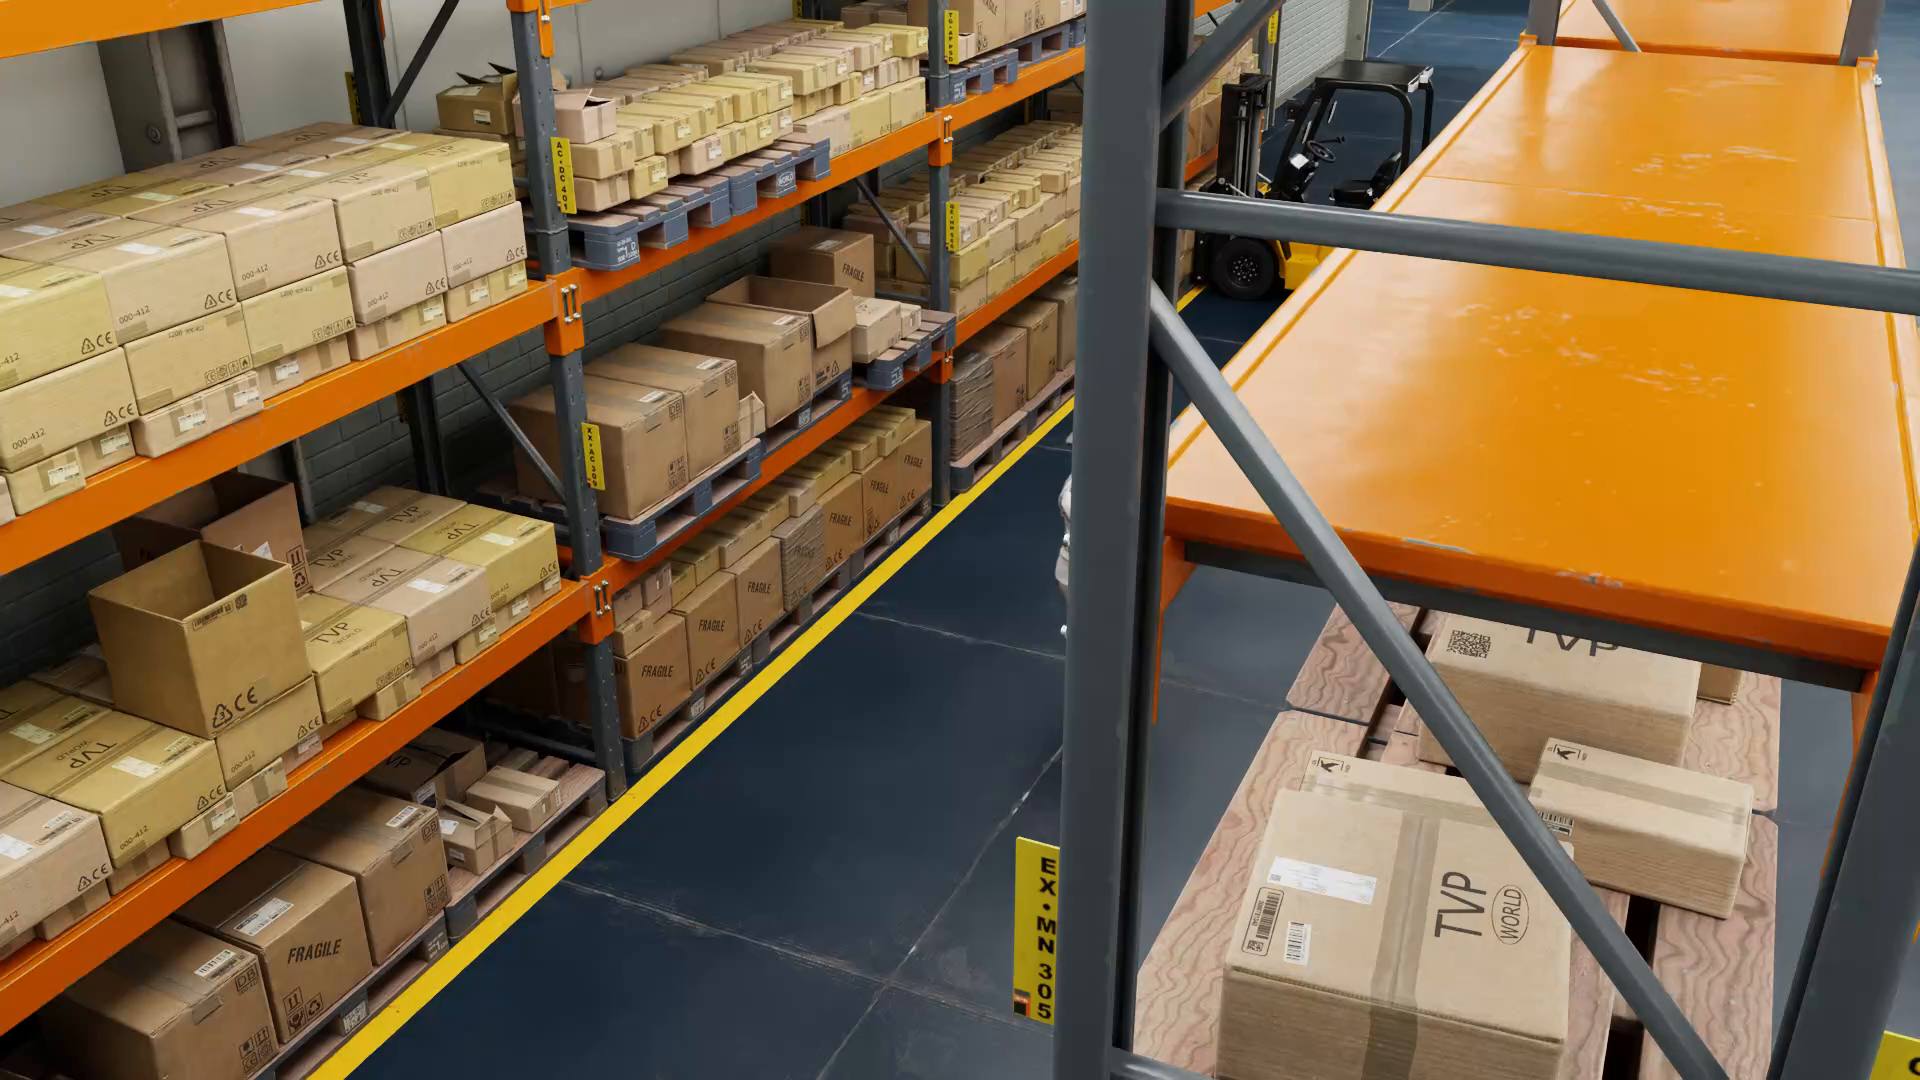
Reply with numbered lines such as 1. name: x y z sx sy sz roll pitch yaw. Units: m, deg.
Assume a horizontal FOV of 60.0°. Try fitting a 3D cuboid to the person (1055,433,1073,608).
1. person: 0.808 0.206 8.972 0.561 1.772 0.484 11 28 22
